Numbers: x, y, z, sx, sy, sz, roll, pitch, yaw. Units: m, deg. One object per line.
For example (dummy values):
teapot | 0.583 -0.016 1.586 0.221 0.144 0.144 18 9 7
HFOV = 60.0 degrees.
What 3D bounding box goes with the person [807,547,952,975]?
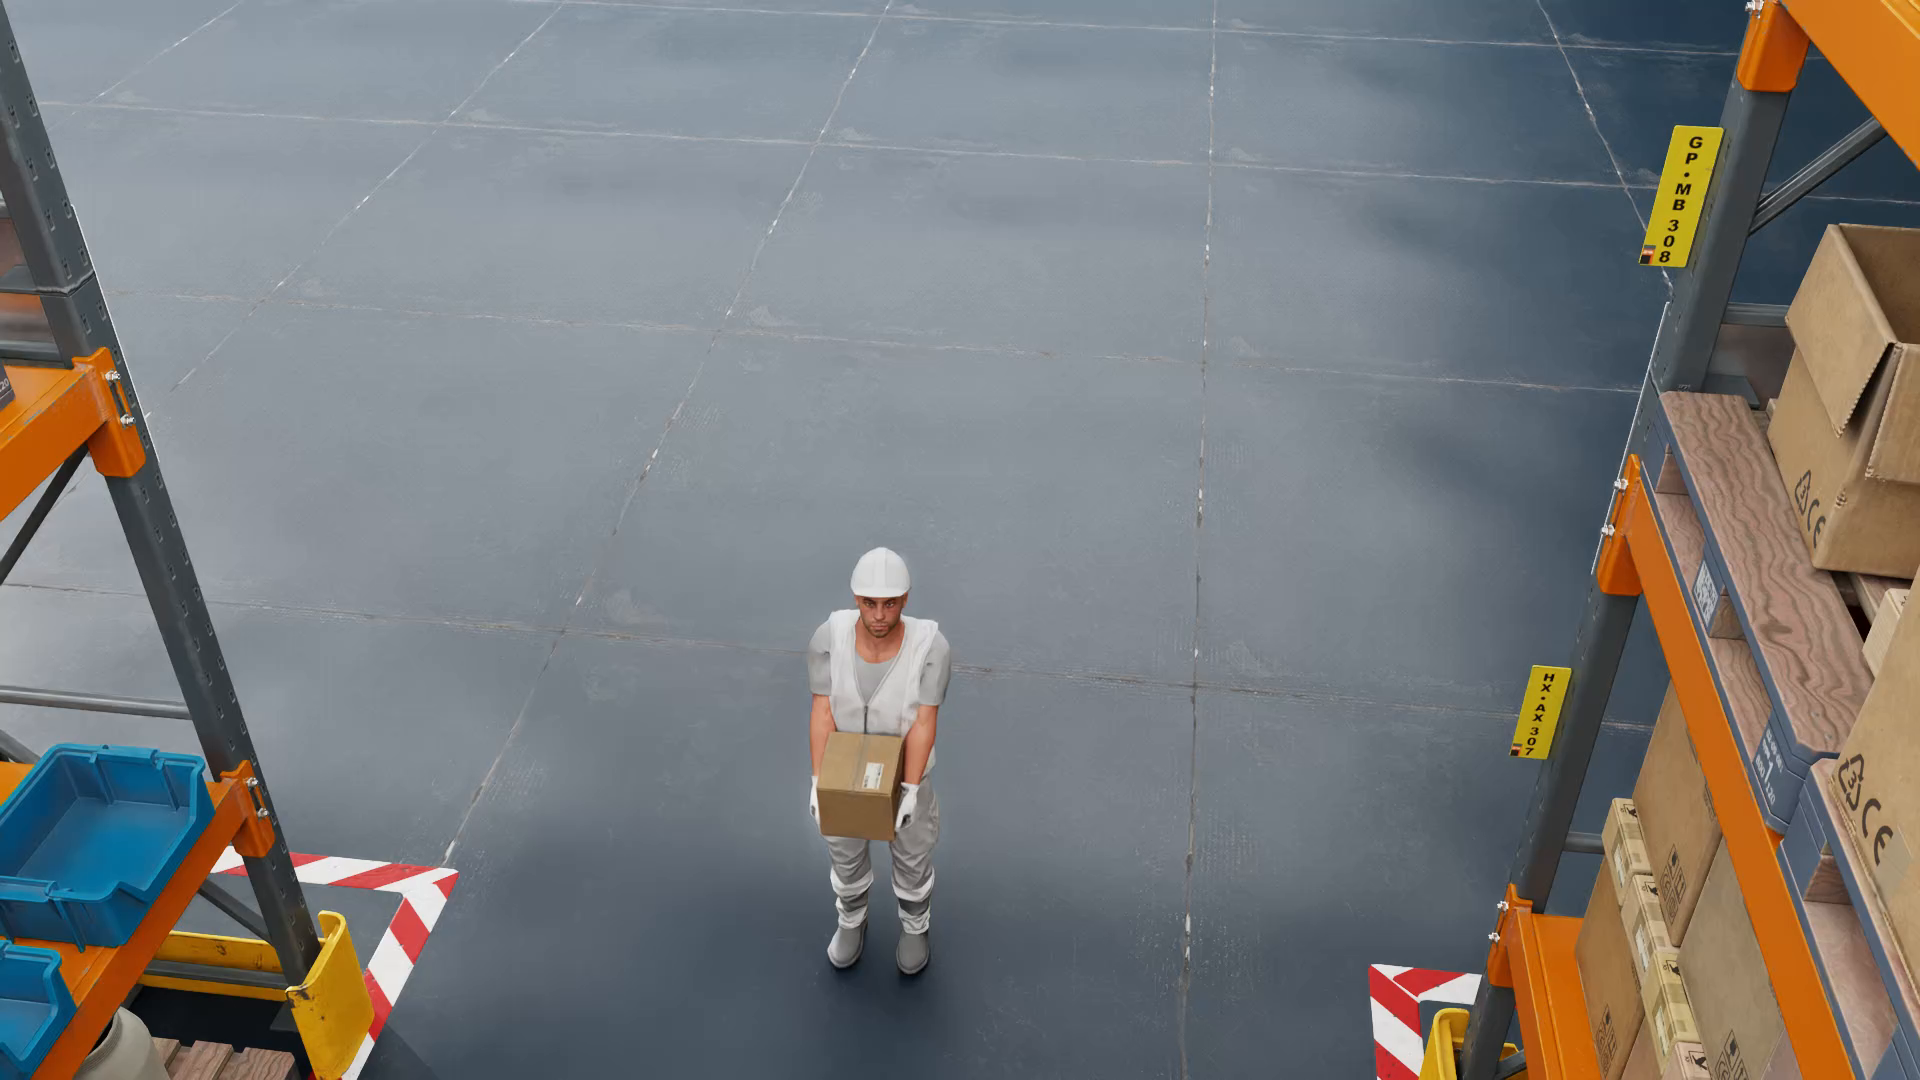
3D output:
person | -0.293 0.865 5.826 0.494 1.783 0.572 4 36 6
